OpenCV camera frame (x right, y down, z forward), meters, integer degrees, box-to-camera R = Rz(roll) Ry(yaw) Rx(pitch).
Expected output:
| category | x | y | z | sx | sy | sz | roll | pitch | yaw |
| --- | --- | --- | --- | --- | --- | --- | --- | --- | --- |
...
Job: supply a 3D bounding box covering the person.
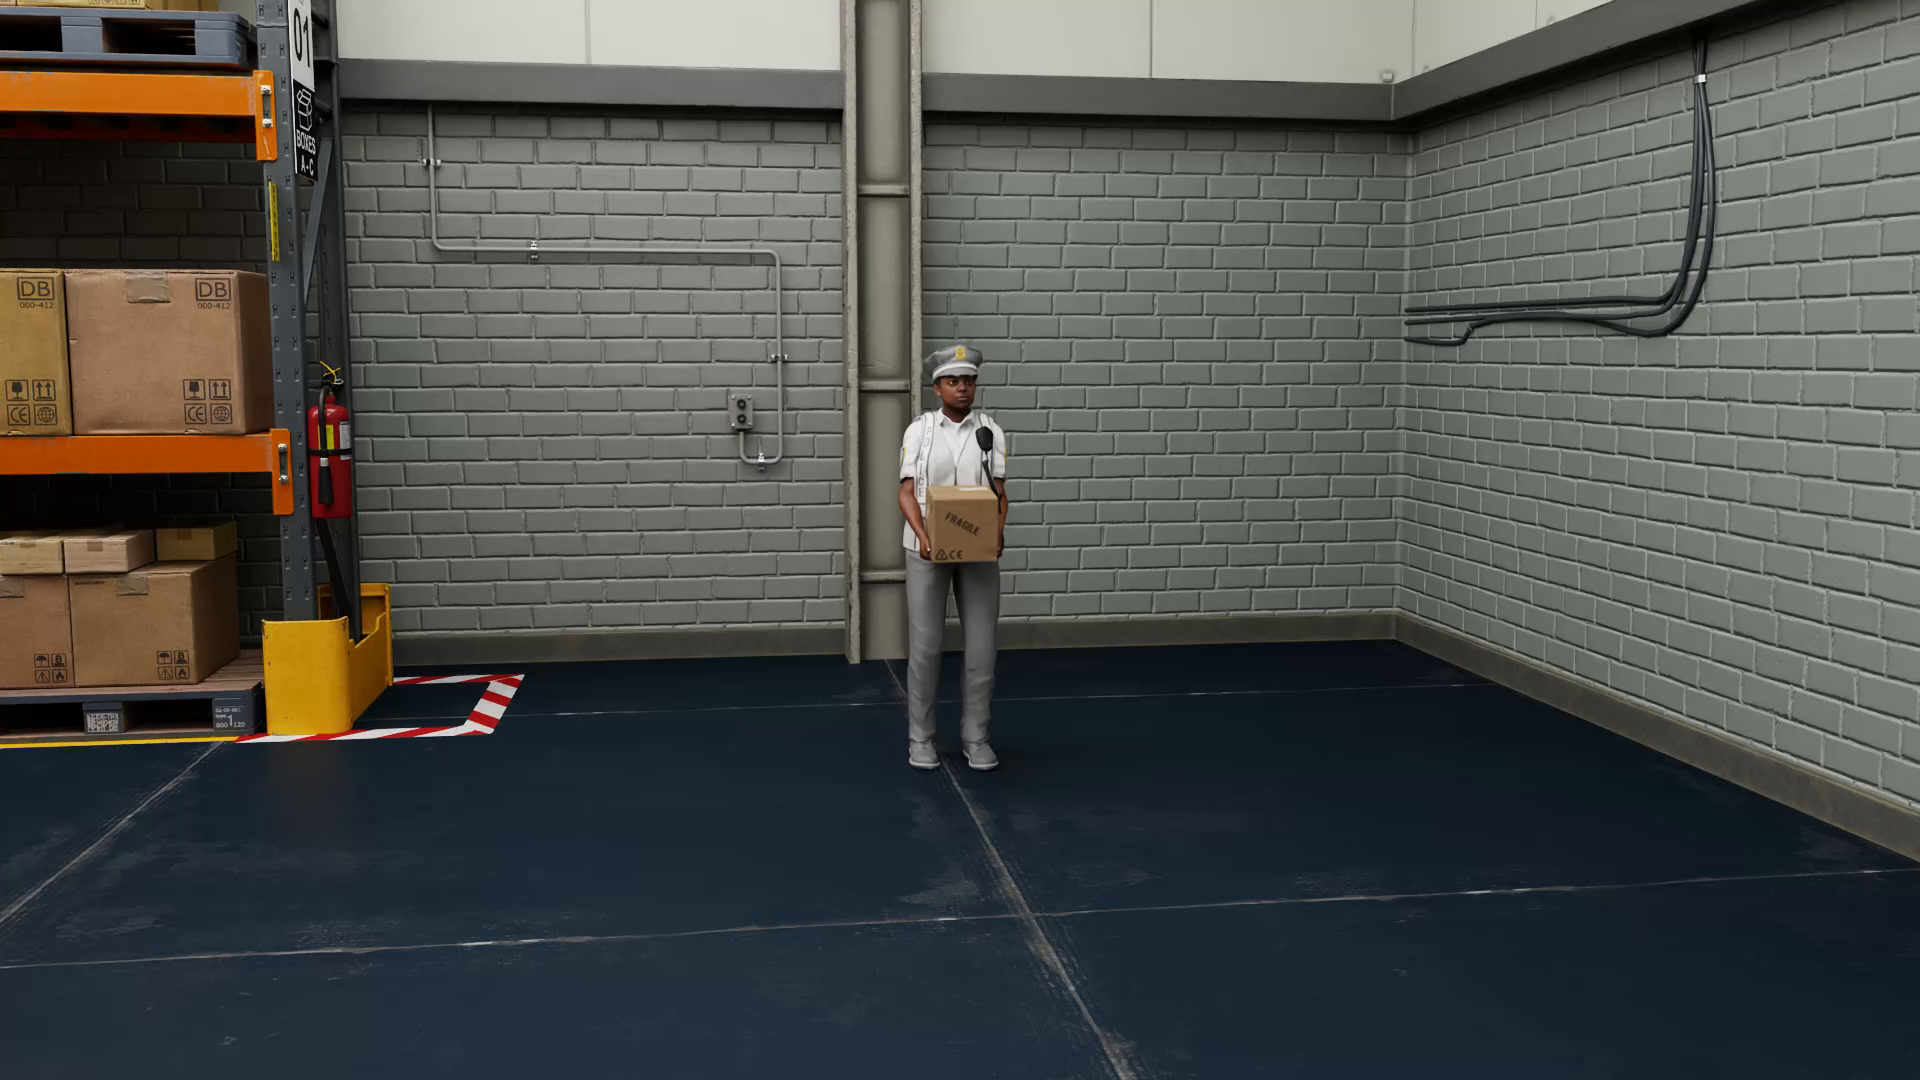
| category | x | y | z | sx | sy | sz | roll | pitch | yaw |
| --- | --- | --- | --- | --- | --- | --- | --- | --- | --- |
| person | -0.020 | 0.069 | 6.635 | 0.451 | 1.687 | 0.537 | -1 | 7 | -8 |
